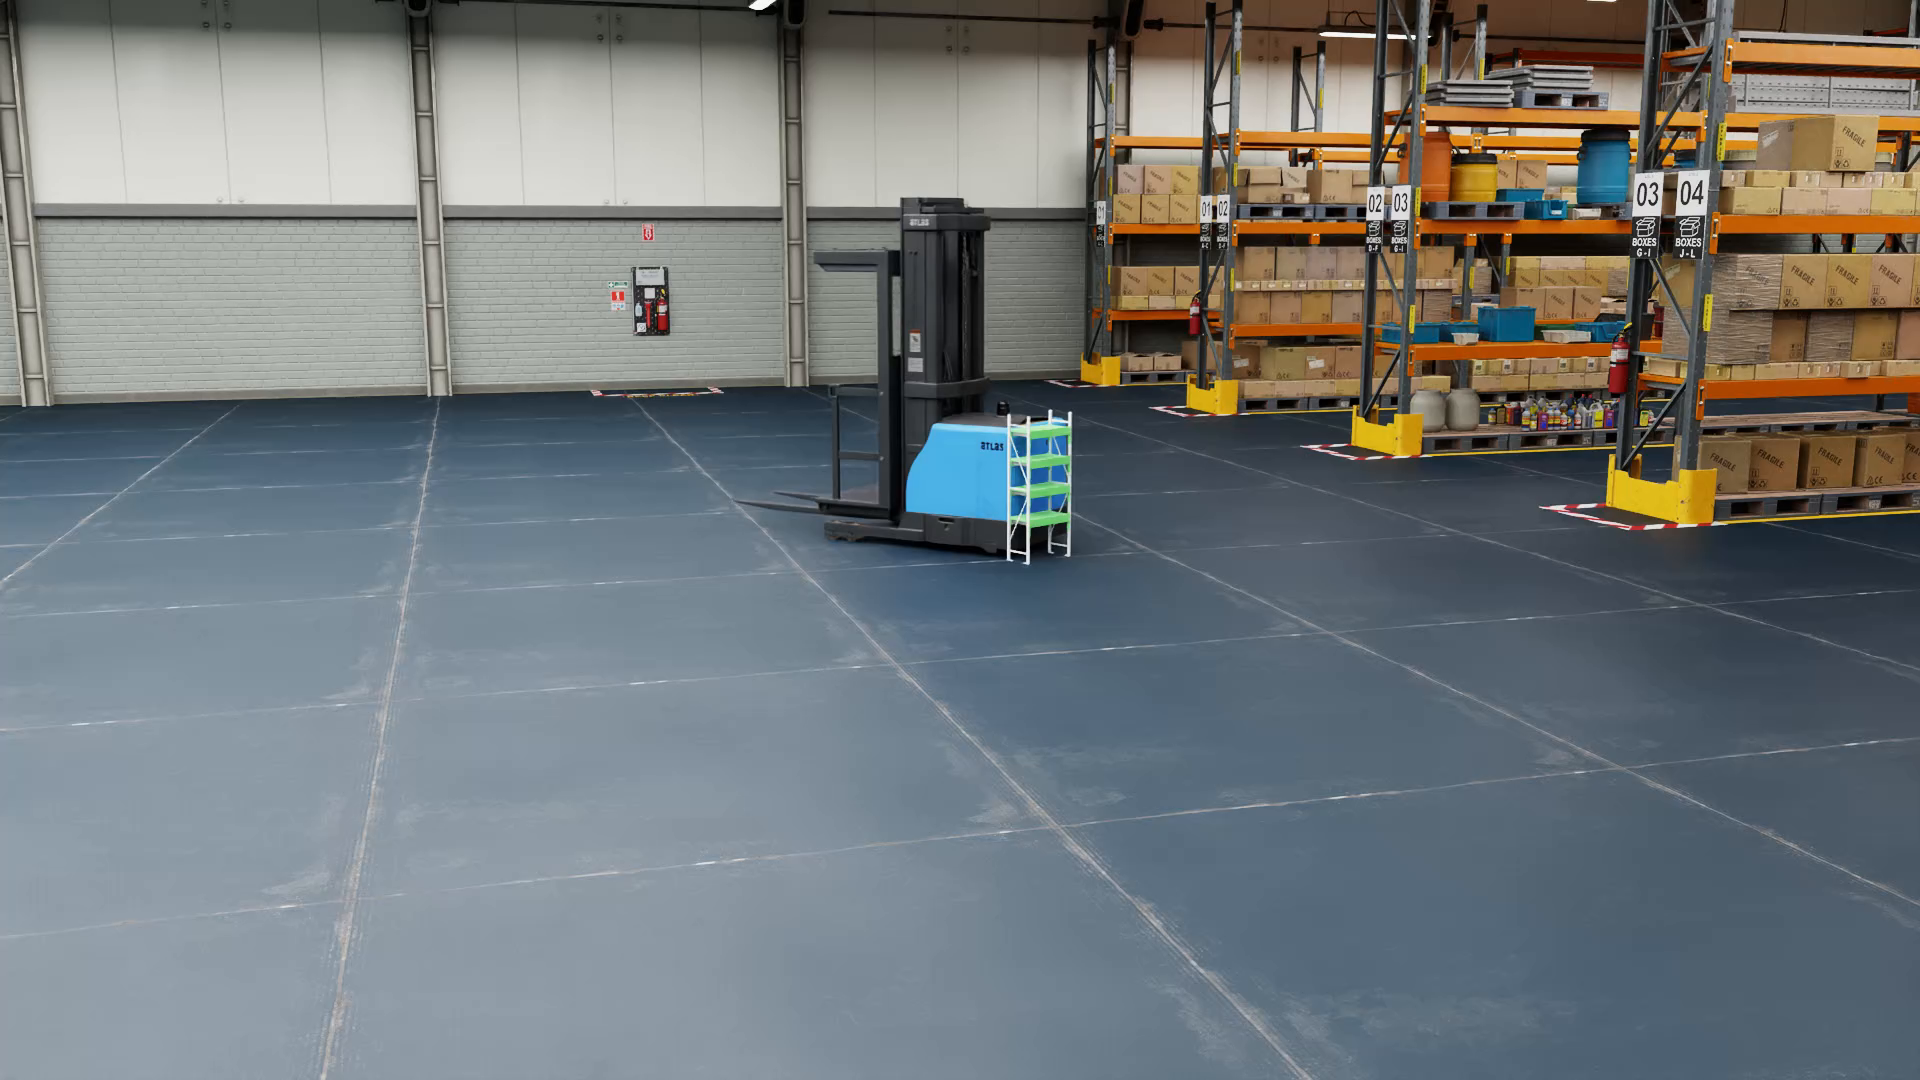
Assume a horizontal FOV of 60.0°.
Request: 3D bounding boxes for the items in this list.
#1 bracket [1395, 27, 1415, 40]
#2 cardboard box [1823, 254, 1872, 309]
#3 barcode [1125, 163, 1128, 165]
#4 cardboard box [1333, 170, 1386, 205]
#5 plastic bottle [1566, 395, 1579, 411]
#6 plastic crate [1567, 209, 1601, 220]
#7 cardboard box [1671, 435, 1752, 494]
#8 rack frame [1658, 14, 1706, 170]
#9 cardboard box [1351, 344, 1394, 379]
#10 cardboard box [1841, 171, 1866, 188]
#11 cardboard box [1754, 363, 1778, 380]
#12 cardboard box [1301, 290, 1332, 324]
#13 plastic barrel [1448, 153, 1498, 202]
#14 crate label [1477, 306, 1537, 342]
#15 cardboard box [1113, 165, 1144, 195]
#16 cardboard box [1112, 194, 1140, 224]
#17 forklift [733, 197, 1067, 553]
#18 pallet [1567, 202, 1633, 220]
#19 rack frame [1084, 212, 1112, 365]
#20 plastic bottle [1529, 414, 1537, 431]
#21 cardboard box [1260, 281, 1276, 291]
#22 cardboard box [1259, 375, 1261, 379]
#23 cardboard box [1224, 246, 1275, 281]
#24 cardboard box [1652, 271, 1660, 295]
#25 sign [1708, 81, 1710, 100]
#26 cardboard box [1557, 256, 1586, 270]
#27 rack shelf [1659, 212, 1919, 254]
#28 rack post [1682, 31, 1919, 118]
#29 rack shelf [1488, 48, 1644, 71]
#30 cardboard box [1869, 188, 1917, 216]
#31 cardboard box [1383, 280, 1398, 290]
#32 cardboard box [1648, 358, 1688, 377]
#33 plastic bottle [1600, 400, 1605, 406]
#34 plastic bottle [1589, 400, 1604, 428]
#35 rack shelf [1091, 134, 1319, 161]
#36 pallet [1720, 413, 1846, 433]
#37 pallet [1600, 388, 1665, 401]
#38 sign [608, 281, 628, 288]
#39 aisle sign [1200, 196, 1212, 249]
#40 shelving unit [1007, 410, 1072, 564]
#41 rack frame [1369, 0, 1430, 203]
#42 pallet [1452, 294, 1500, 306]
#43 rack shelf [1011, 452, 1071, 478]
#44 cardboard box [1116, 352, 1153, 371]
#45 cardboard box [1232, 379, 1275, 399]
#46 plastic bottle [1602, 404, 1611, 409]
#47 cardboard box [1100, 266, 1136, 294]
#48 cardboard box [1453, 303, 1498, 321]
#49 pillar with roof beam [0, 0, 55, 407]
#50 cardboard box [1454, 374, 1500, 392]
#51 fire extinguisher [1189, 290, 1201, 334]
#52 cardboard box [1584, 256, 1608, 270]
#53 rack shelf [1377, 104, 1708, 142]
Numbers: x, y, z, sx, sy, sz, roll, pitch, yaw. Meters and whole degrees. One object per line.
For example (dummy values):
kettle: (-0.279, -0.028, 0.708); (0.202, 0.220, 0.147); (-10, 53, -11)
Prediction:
bracket: (8.344, -9.434, 30.996); (0.430, 0.232, 0.235); (-3, 11, -16)
cardboard box: (8.171, -2.441, 15.661); (0.500, 0.500, 0.500); (-3, 11, -16)
barcode: (2.994, -6.741, 29.898); (0.075, 0.075, 0.001); (-3, 11, -16)
cardboard box: (6.064, -5.388, 25.413); (0.637, 0.503, 0.797); (-2, 11, -10)
plastic bottle: (7.989, -1.722, 21.718); (0.185, 0.351, 0.144); (-4, 11, -18)
plastic crate: (7.634, -3.981, 20.330); (0.396, 0.136, 0.243); (-3, 11, -16)
cardboard box: (7.210, -0.729, 15.968); (0.500, 0.500, 0.500); (-1, 10, -5)
rack frame: (11.521, -6.801, 26.635); (0.127, 3.000, 1.000); (-3, 11, -16)
cardboard box: (6.334, -2.761, 25.620); (0.500, 0.500, 0.500); (-3, 11, -16)
cardboard box: (8.193, -3.355, 15.512); (0.250, 0.149, 0.380); (-4, 11, -19)
cardboard box: (7.435, -1.592, 15.605); (0.250, 0.149, 0.380); (-3, 11, -16)
cardboard box: (5.273, -3.568, 25.366); (0.500, 0.500, 0.700); (-3, 11, -16)
plastic barrel: (6.280, -4.439, 20.407); (0.600, 0.588, 0.600); (0, 10, 0)
crate label: (6.913, -2.742, 21.059); (0.616, 0.435, 0.502); (-3, 11, -16)
cardboard box: (2.890, -6.310, 29.159); (0.500, 0.500, 0.500); (-4, 11, -20)
cardboard box: (2.843, -5.814, 29.229); (0.500, 0.500, 0.500); (-3, 11, -14)
forklift: (-0.605, -1.500, 14.600); (3.031, 2.935, 1.130); (6, 12, 29)
pallet: (8.396, -4.116, 20.855); (1.003, 0.211, 1.213); (-3, 11, -16)
rack frame: (2.452, -4.307, 29.656); (0.127, 3.000, 1.000); (-3, 11, -16)
plastic bottle: (7.148, -1.468, 20.747); (0.097, 0.201, 0.097); (0, 10, 0)
cardboard box: (4.530, -3.810, 24.891); (0.250, 0.149, 0.380); (-3, 11, -17)
cardboard box: (4.749, -2.406, 25.765); (0.500, 0.250, 0.500); (-3, 11, -16)
cardboard box: (4.343, -4.157, 24.983); (0.500, 0.500, 0.700); (-3, 11, -16)
cardboard box: (13.601, -5.052, 32.552); (0.500, 0.500, 0.500); (-3, 11, -17)
sign: (9.205, -5.538, 20.354); (0.005, 0.325, 0.100); (-3, 11, -16)
cardboard box: (11.636, -5.317, 31.920); (0.500, 0.250, 0.500); (-3, 11, -16)
rack shelf: (8.526, -2.946, 15.967); (4.000, 0.370, 1.077); (-3, 11, -16)
rack post: (10.928, -5.950, 21.461); (3.121, 1.000, 1.013); (-3, 11, -16)
rack shelf: (12.053, -9.044, 31.626); (4.000, 0.370, 1.077); (-3, 11, -16)
cardboard box: (8.609, -3.183, 15.682); (0.500, 0.250, 0.500); (-3, 11, -14)
cardboard box: (6.502, -3.914, 25.456); (0.250, 0.149, 0.380); (-3, 11, -16)
cardboard box: (6.821, -1.650, 15.920); (0.250, 0.149, 0.380); (-3, 11, -16)
plastic bottle: (8.361, -1.688, 21.718); (0.133, 0.283, 0.061); (-3, 11, -16)
plastic bottle: (8.030, -1.592, 21.010); (0.185, 0.351, 0.144); (-3, 11, -16)
rack shelf: (4.372, -7.003, 29.728); (4.000, 0.370, 1.077); (-3, 11, -16)
pallet: (10.978, -1.524, 22.244); (1.213, 0.211, 1.003); (-3, 11, -16)
pallet: (10.720, -2.444, 27.241); (1.213, 0.211, 1.003); (-3, 11, -16)
sign: (-5.815, -4.337, 28.259); (0.331, 0.109, 0.001); (-3, 11, -16)
aisle sign: (3.695, -4.772, 25.003); (0.004, 0.787, 0.394); (-3, 11, -16)
shelving unit: (0.650, -0.439, 13.616); (0.503, 1.200, 0.258); (-10, 14, -43)
rack frame: (5.221, -5.535, 19.758); (0.127, 3.000, 1.000); (-3, 11, -16)
pallet: (9.479, -4.563, 31.576); (1.003, 0.211, 1.213); (-3, 11, -16)
rack shelf: (0.650, -0.613, 13.585); (0.480, 0.148, 0.258); (-10, 14, -43)
cardboard box: (3.141, -3.220, 29.965); (0.500, 0.311, 0.500); (-4, 11, -22)
cardboard box: (4.417, -2.289, 25.127); (0.500, 0.250, 0.500); (-3, 11, -16)
plastic bottle: (8.274, -1.596, 21.238); (0.135, 0.276, 0.152); (-3, 11, -16)
cardboard box: (2.845, -4.672, 29.930); (0.500, 0.500, 0.500); (-3, 11, -17)
cardboard box: (8.141, -3.607, 26.269); (0.500, 0.250, 0.500); (-2, 11, -12)
pillar with roof beam: (-13.197, -5.784, 21.109); (0.548, 9.000, 9.100); (-3, 11, -16)
cardboard box: (8.137, -2.480, 26.166); (0.500, 0.250, 0.500); (-3, 11, -17)
fire extinguisher: (3.597, -3.483, 25.392); (0.183, 0.674, 0.296); (-3, 11, -16)
cardboard box: (12.124, -5.344, 32.066); (0.500, 0.250, 0.500); (-3, 11, -17)
rack shelf: (7.141, -5.086, 20.409); (4.000, 0.370, 1.077); (-3, 11, -16)
